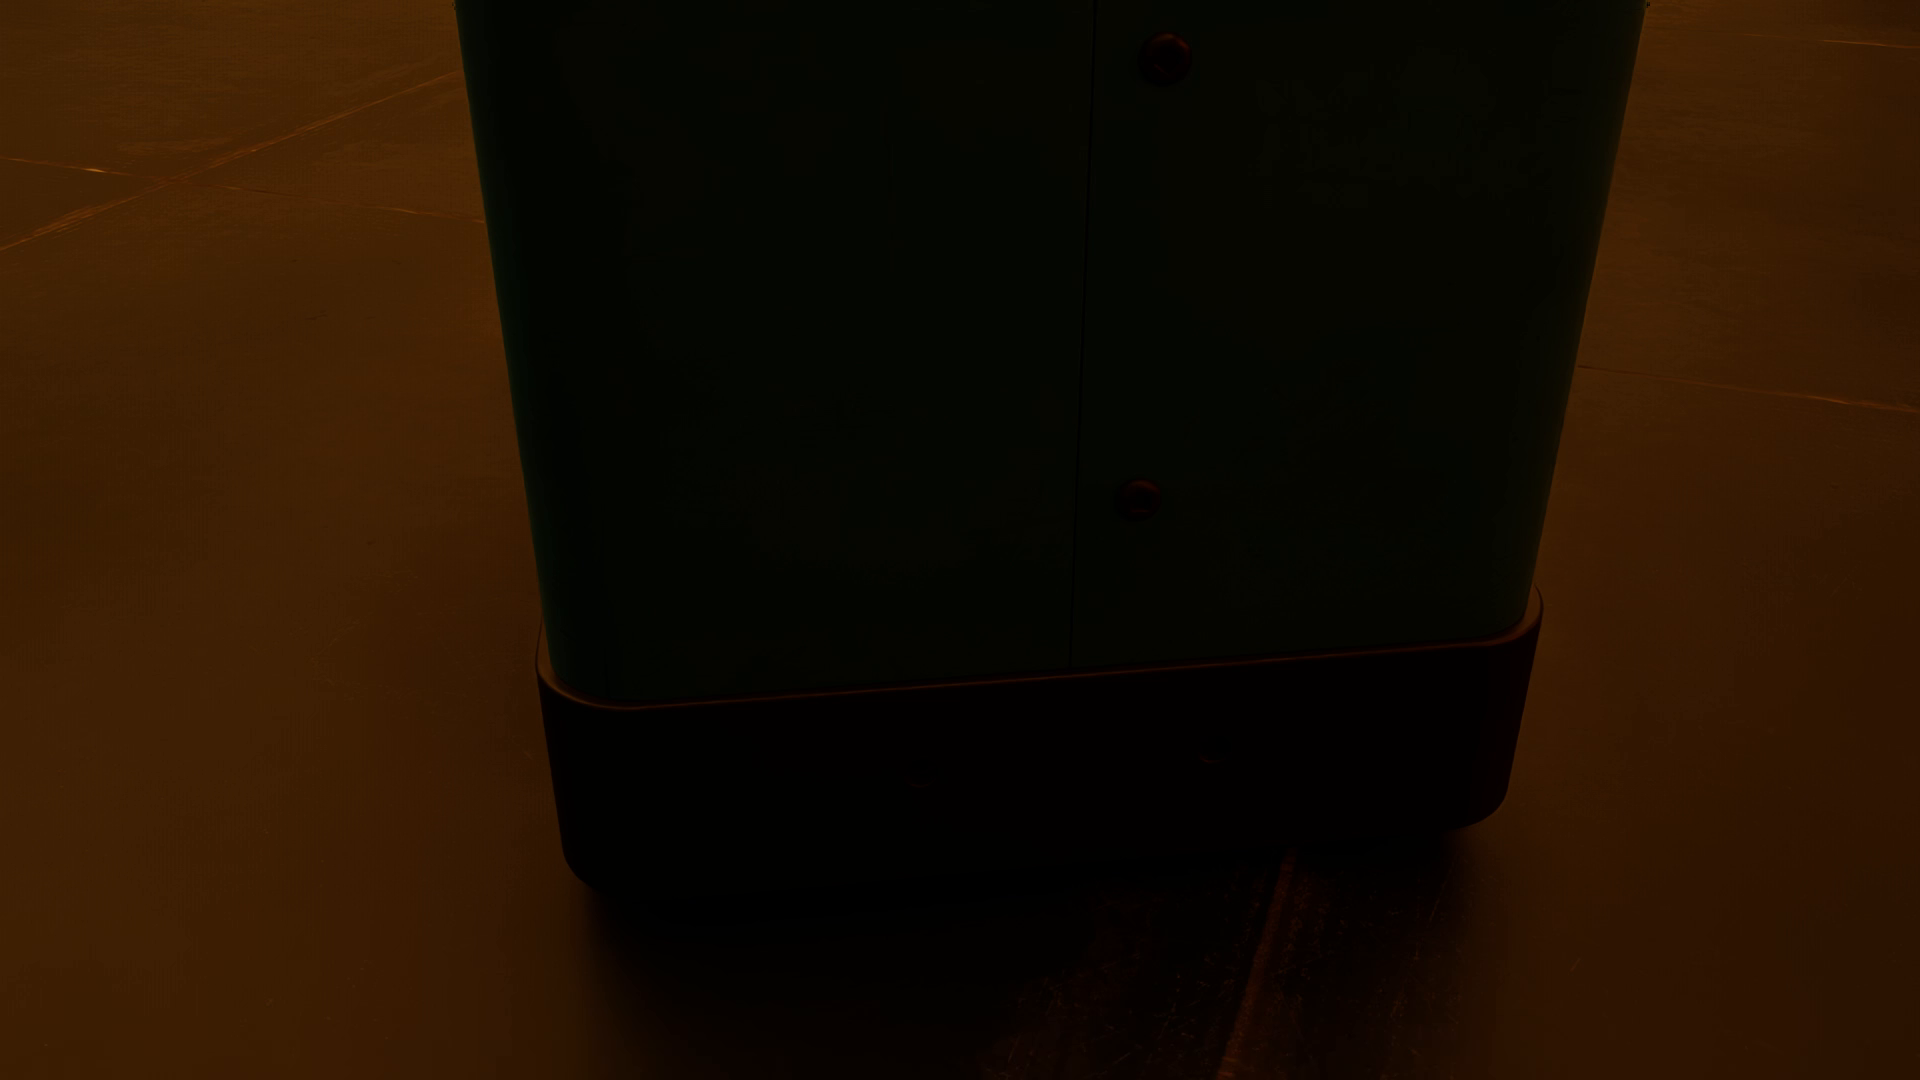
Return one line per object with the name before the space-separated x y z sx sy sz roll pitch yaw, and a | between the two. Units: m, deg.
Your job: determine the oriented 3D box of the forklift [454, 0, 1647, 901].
forklift | -0.091 -1.610 2.369 1.130 2.935 3.031 -4 30 -7
